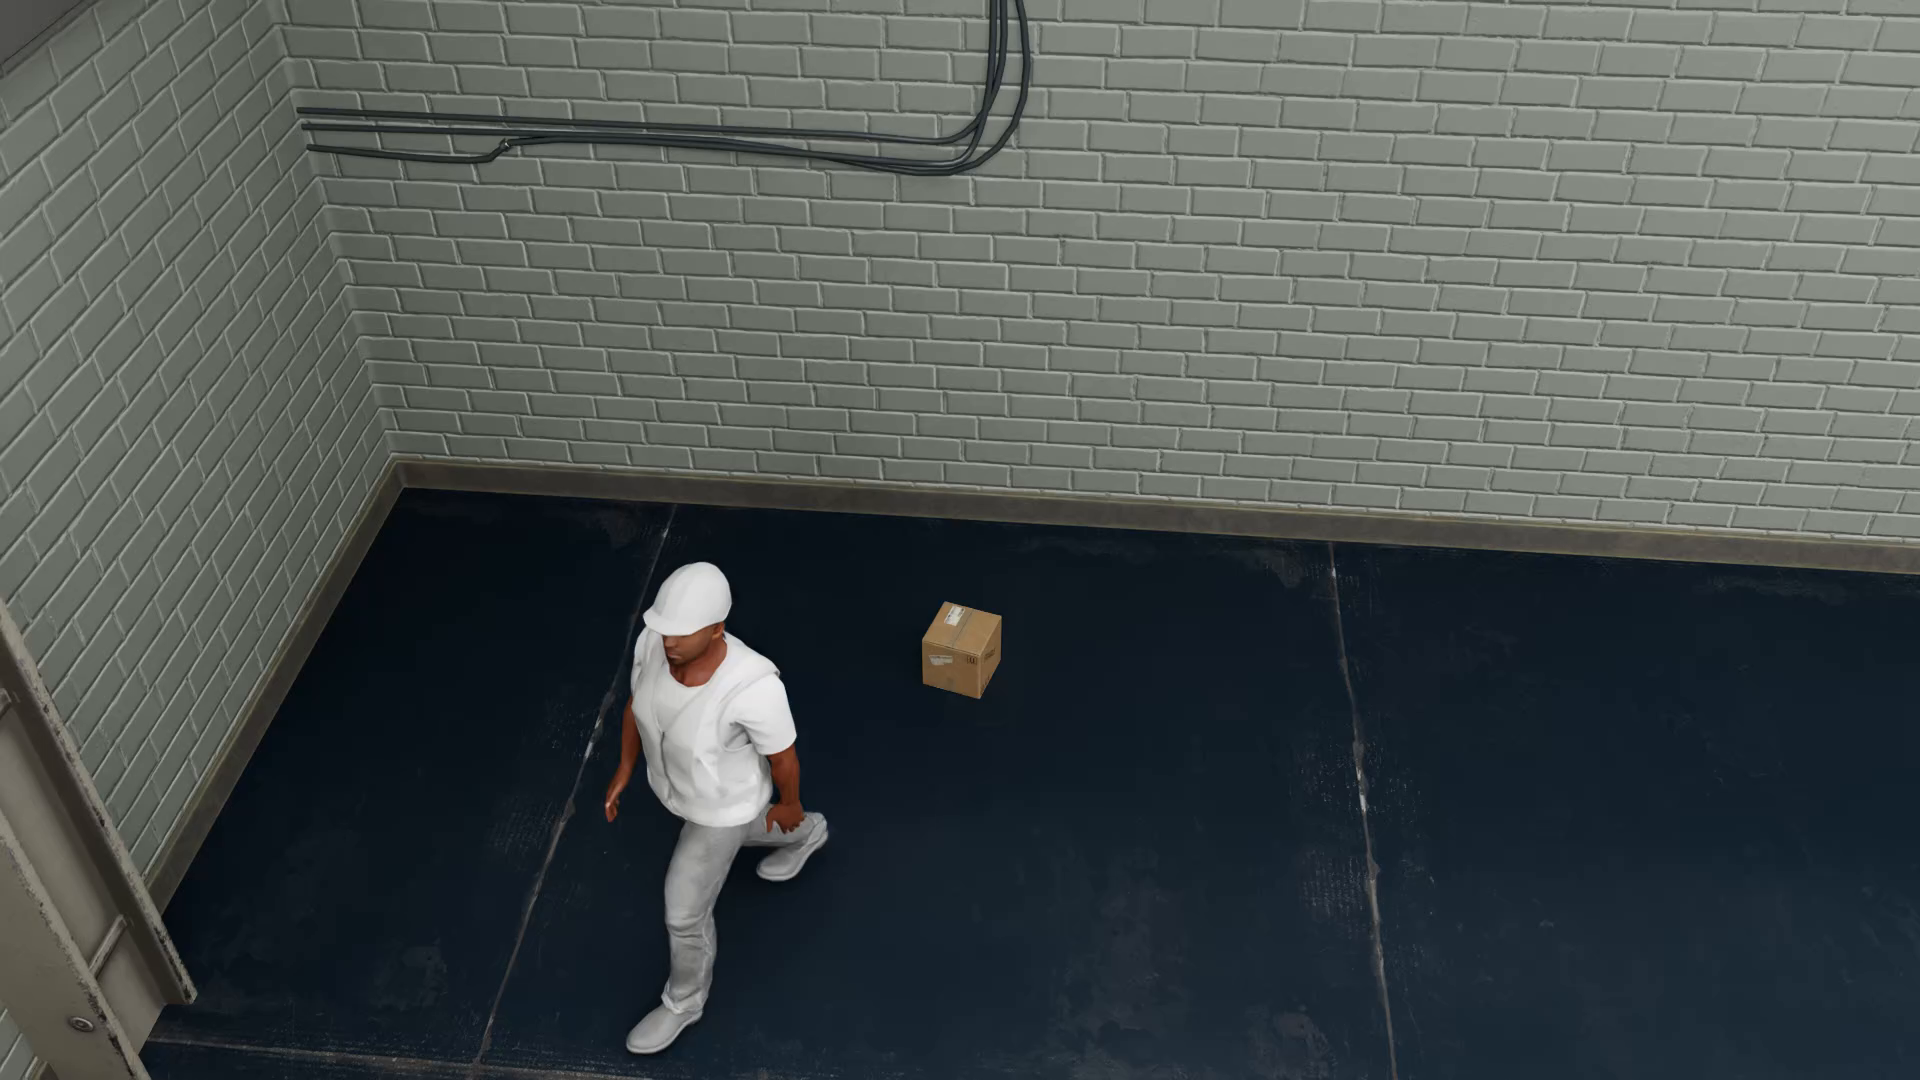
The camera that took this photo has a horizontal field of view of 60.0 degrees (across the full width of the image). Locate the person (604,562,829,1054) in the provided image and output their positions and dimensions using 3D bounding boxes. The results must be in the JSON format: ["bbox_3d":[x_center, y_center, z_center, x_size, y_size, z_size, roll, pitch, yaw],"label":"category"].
[{"bbox_3d":[-0.793,0.759,5.229,0.564,1.724,1.041,31,49,32],"label":"person"}]
